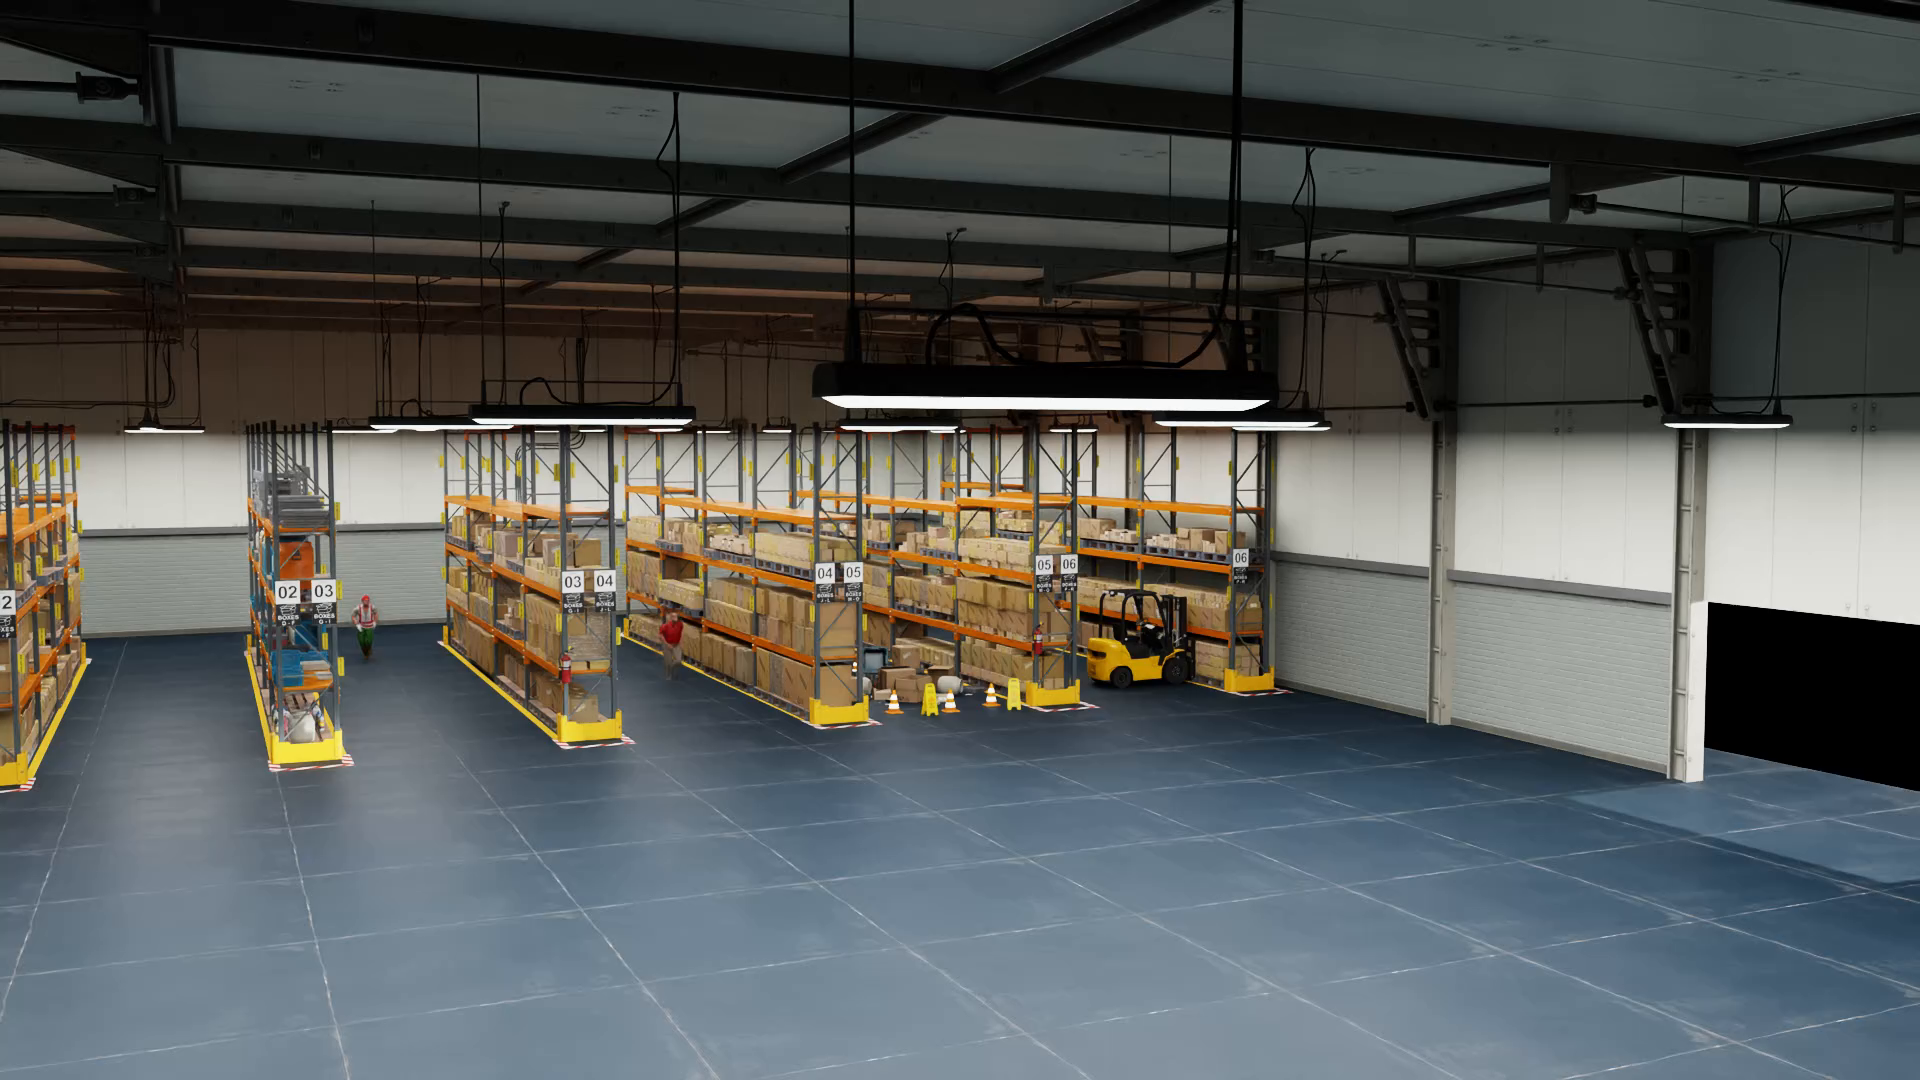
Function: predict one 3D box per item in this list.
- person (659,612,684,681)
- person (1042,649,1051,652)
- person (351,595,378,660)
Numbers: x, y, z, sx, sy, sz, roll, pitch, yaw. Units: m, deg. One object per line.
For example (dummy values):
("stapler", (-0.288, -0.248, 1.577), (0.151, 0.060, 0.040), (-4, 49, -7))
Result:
("person", (-6.731, 2.483, 38.824), (0.635, 1.639, 0.651), (-2, 4, -23))
("person", (1.960, 2.454, 39.560), (0.666, 1.605, 0.838), (-1, 4, -23))
("person", (-15.203, 2.233, 42.463), (0.635, 1.685, 0.632), (-1, 4, -15))
